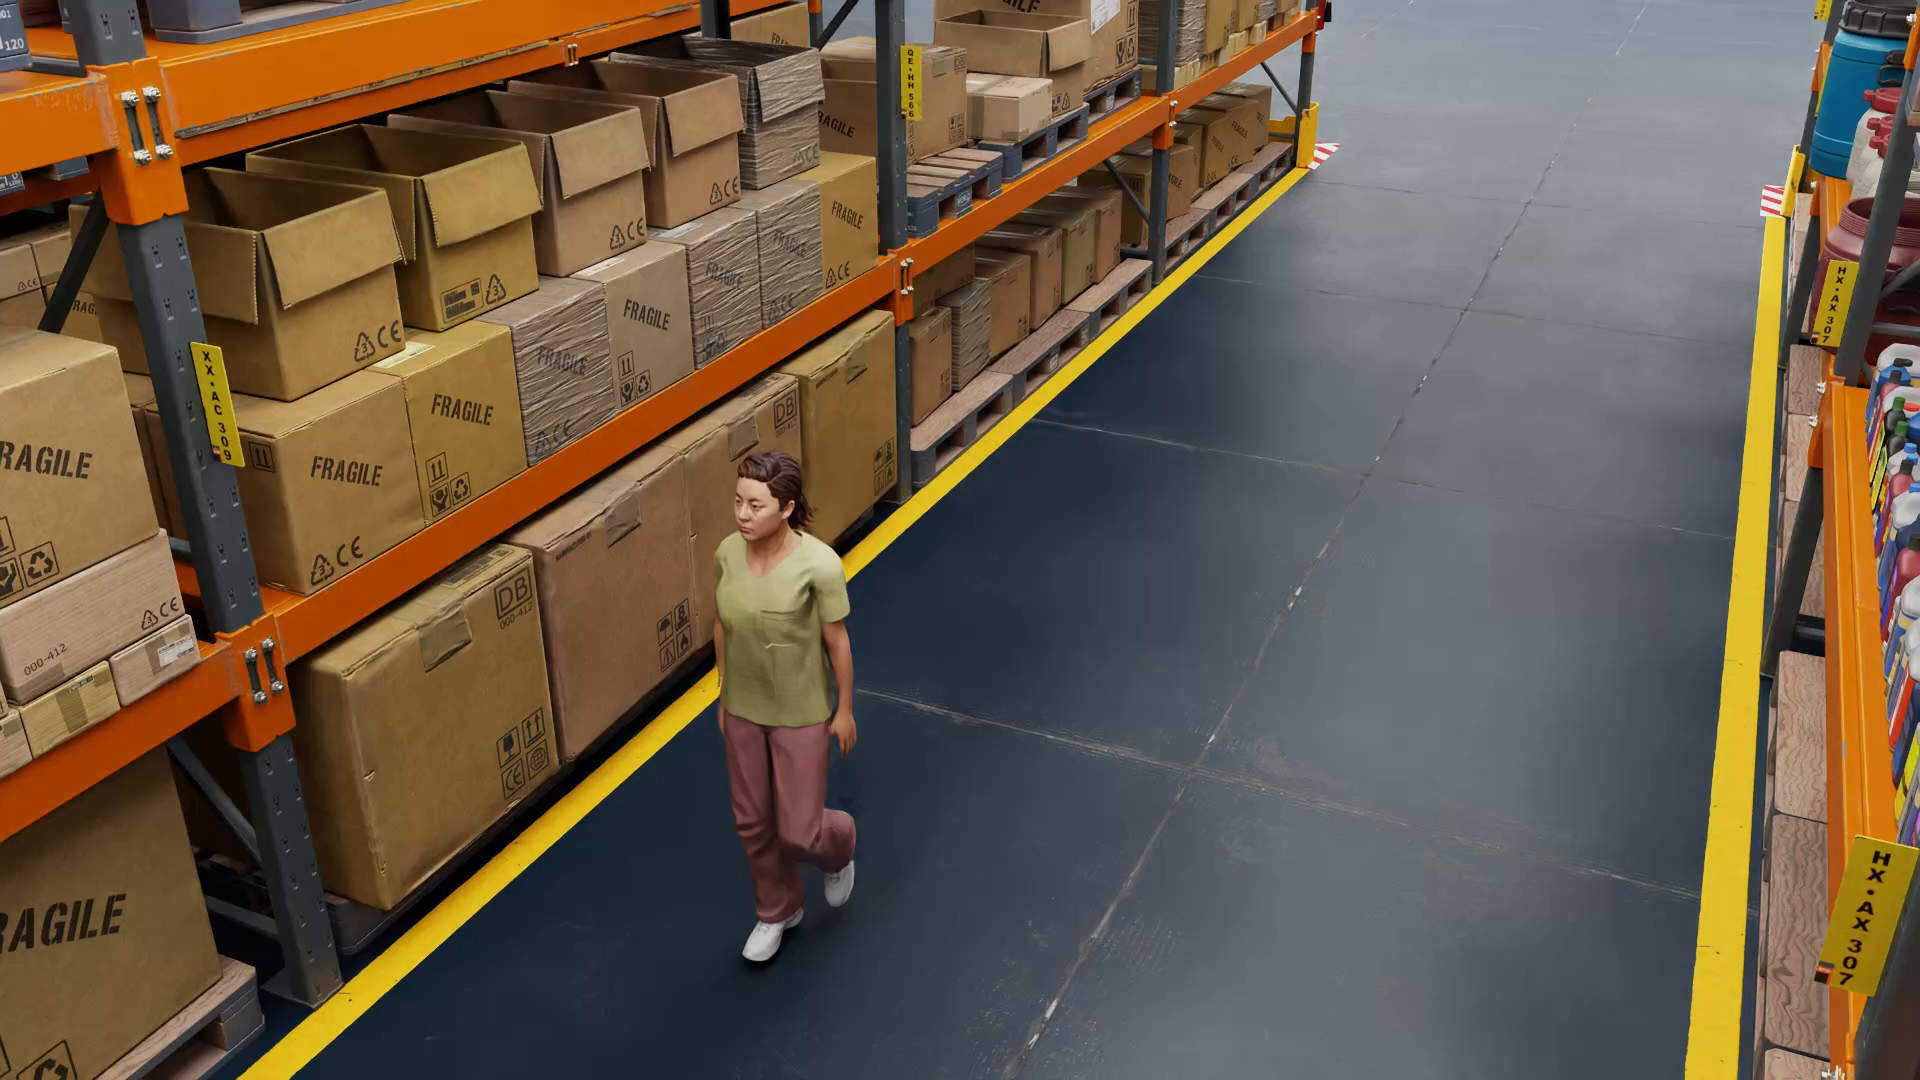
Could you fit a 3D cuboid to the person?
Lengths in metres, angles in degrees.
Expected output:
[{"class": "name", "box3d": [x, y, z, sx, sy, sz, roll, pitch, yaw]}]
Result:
[{"class": "person", "box3d": [-0.533, 0.617, 5.097, 0.466, 1.408, 0.504, 11, 28, 22]}]
